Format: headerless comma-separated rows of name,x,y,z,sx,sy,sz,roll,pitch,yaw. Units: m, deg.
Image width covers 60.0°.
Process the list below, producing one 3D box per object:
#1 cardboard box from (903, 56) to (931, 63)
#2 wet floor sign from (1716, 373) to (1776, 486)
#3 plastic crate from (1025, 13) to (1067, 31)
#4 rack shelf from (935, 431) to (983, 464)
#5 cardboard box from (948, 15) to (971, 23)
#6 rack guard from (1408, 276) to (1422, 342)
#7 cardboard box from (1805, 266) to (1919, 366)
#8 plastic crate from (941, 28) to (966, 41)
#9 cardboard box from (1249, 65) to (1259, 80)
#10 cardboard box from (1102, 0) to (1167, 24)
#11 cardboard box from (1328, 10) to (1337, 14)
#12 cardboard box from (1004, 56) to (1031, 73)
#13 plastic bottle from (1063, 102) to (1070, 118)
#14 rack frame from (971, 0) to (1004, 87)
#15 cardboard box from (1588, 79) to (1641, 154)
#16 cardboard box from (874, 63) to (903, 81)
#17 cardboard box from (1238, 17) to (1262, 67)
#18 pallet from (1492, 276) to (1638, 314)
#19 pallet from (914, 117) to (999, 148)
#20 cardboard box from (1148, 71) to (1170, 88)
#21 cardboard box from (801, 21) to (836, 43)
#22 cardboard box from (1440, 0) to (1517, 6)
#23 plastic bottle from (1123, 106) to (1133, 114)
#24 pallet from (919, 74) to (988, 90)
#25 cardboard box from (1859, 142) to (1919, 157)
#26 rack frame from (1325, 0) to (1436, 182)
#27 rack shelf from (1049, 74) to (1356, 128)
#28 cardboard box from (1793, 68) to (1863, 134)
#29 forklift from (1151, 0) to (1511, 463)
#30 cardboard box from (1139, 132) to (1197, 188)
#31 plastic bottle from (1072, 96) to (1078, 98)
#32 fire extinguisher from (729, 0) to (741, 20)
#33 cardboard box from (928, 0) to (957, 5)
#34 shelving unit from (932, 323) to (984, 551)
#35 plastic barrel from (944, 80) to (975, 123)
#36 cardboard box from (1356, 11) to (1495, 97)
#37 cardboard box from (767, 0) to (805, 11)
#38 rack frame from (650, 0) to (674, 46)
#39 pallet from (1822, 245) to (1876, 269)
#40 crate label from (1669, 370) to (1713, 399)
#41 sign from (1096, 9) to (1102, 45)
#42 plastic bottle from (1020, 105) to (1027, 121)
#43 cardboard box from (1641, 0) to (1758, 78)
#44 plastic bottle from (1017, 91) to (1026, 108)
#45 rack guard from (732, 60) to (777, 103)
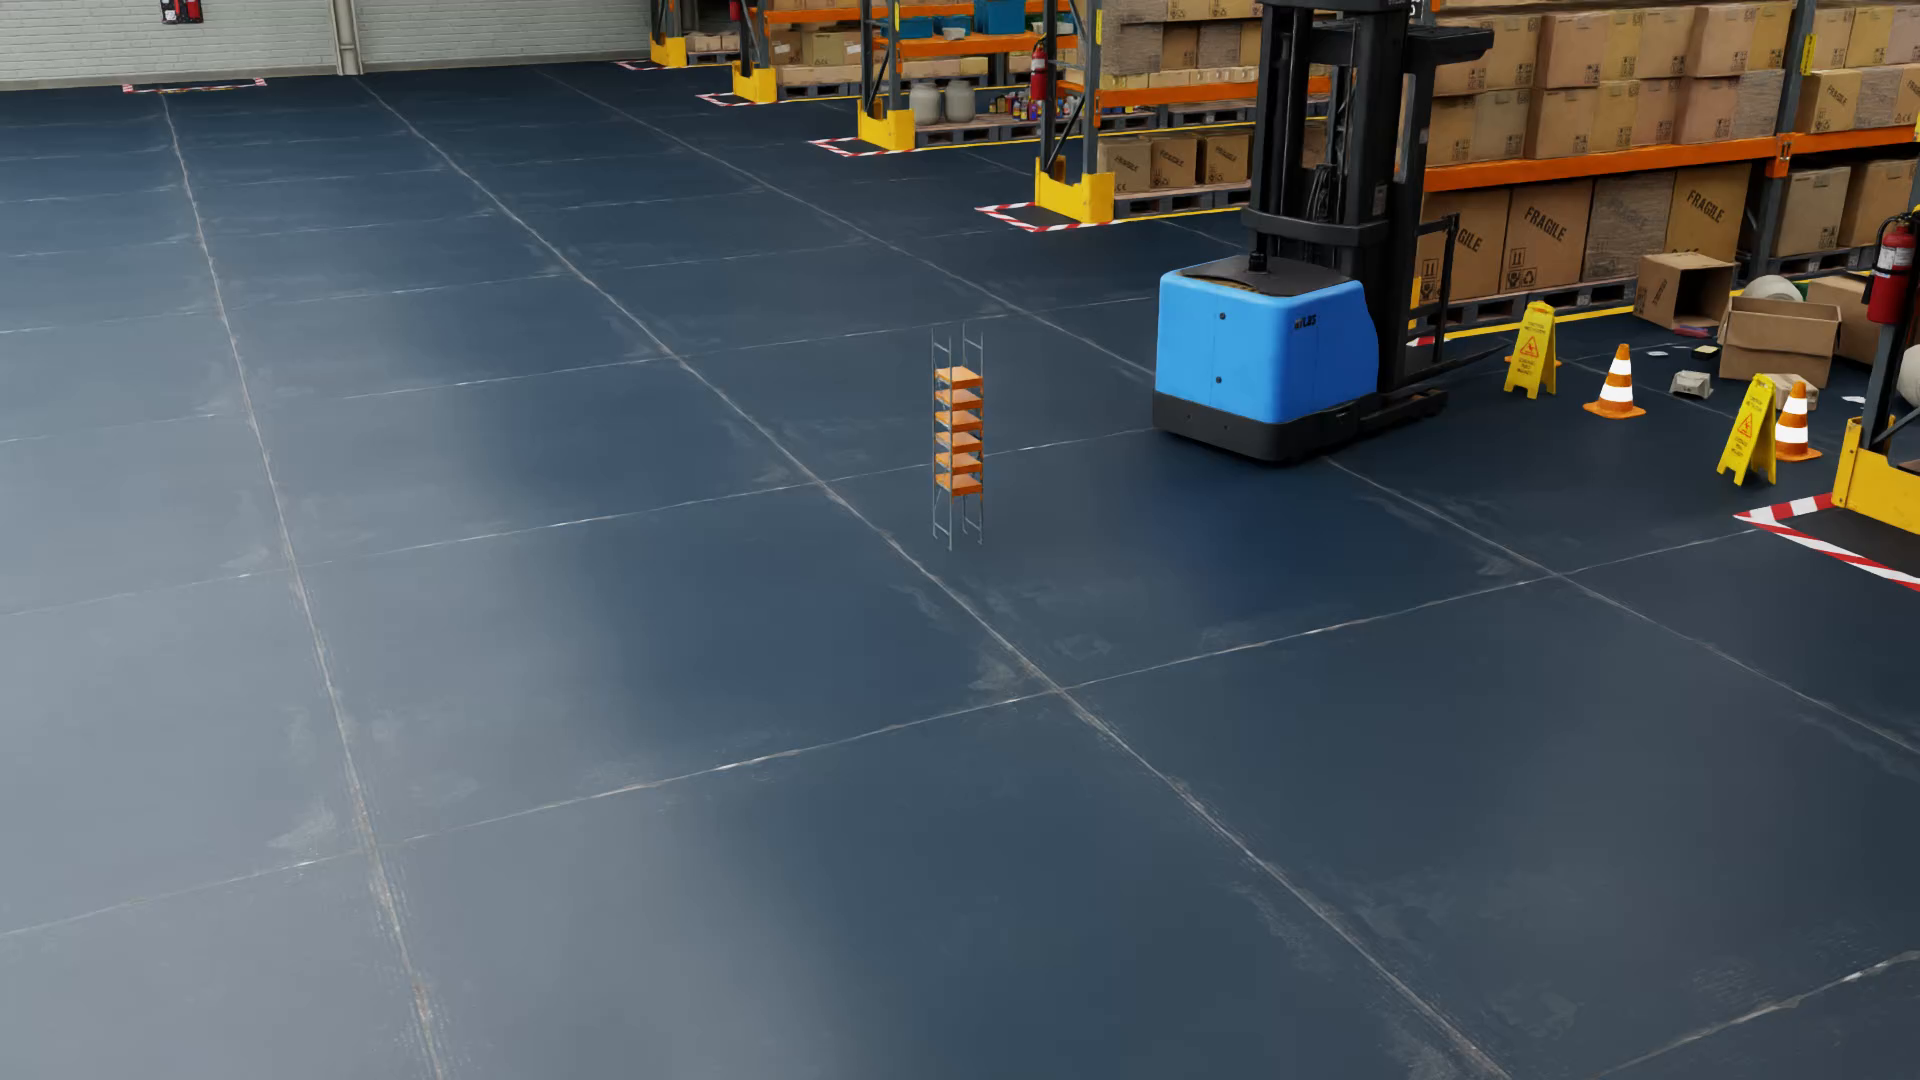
cardboard box,-0.785,-7.877,26.398,0.500,0.500,0.500,-10,25,-24
wet floor sign,4.794,-0.678,10.021,0.232,0.644,0.267,-2,23,-5
plastic crate,1.242,-6.988,22.464,0.662,0.188,0.450,-10,25,-24
rack shelf,-0.013,-0.511,9.008,0.180,0.103,0.258,-10,25,-24
cardboard box,-0.132,-9.978,32.103,0.500,0.500,0.700,-10,25,-23
rack guard,3.170,-1.959,13.305,0.348,0.500,1.175,-10,25,-24
cardboard box,6.753,-1.660,12.400,0.503,0.637,0.797,-10,25,-24
plastic crate,-0.071,-6.466,21.271,0.250,0.136,0.298,-10,25,-24
cardboard box,3.053,-4.995,17.701,0.250,0.149,0.380,-10,25,-24
cardboard box,1.745,-5.487,16.733,0.500,0.500,0.500,-10,25,-24
cardboard box,3.999,-5.900,17.731,0.500,0.500,0.500,-10,25,-24
cardboard box,0.913,-7.827,27.259,0.500,0.250,0.500,-11,25,-25
plastic bottle,1.425,-5.778,22.347,0.097,0.201,0.097,0,22,0
rack frame,0.442,-8.922,26.858,0.127,3.000,1.000,-10,25,-24
cardboard box,5.011,-3.515,13.599,0.500,0.550,0.875,-10,25,-24
cardboard box,-1.230,-7.443,26.330,0.500,0.250,0.500,-10,25,-24
cardboard box,2.962,-5.380,17.783,0.500,0.500,0.875,-10,25,-24
pallet,4.976,-2.190,14.240,1.213,0.211,1.003,-10,25,-24
pallet,-0.234,-5.424,22.054,1.213,0.211,1.003,-10,25,-24
cardboard box,1.957,-4.764,17.142,0.250,0.149,0.380,-10,25,-24
cardboard box,-2.627,-9.491,30.926,0.500,0.500,0.500,-12,26,-28
cardboard box,5.512,-6.062,18.616,1.000,1.000,1.000,-10,25,-23
plastic bottle,2.297,-5.969,22.701,0.133,0.283,0.061,-9,24,-21
pallet,-0.292,-7.516,27.108,1.213,0.211,1.003,-10,25,-24
cardboard box,9.026,-3.383,15.870,0.750,0.750,1.050,-10,25,-23
rack frame,3.191,-3.118,12.836,0.127,3.000,1.000,-10,25,-24
rack shelf,2.933,-4.843,17.945,4.000,0.370,1.077,-10,25,-24
cardboard box,7.386,-3.822,14.407,0.500,0.500,0.500,-10,25,-23
forklift,2.678,-2.292,10.931,3.031,2.935,1.130,-19,29,-39
cardboard box,2.225,-4.092,17.908,0.500,0.500,0.500,-4,23,-10
plastic bottle,1.602,-6.100,23.034,0.097,0.271,0.097,0,22,0
fire extinguisher,-3.470,-8.363,25.609,0.183,0.674,0.296,-10,25,-24
cardboard box,-0.427,-8.803,26.439,0.500,0.500,0.700,-11,25,-24
shelving unit,-0.013,-0.552,8.991,0.189,1.200,0.258,-10,25,-24
plastic barrel,-0.005,-5.814,22.054,0.421,0.512,0.421,0,22,0
cardboard box,3.542,-3.734,12.718,0.550,0.550,0.875,-10,25,-24
cardboard box,-2.736,-8.378,25.413,0.500,0.500,0.700,-10,25,-24
rack frame,-5.314,-9.965,29.378,0.127,3.000,1.000,-10,25,-24
pallet,8.559,-2.851,15.837,1.213,0.211,1.003,-10,25,-24
crate label,5.151,-1.100,11.704,0.250,0.136,0.298,15,27,31
sign,1.367,-5.057,16.389,0.005,0.325,0.100,-10,25,-24
plastic bottle,0.845,-5.672,22.089,0.097,0.201,0.097,0,22,0
cardboard box,6.003,-4.169,13.768,0.550,0.550,0.875,-10,25,-24
plastic bottle,0.812,-6.007,22.801,0.135,0.276,0.152,-11,25,-25
rack guard,-3.183,-7.099,25.724,0.348,0.500,1.175,-10,25,-24
